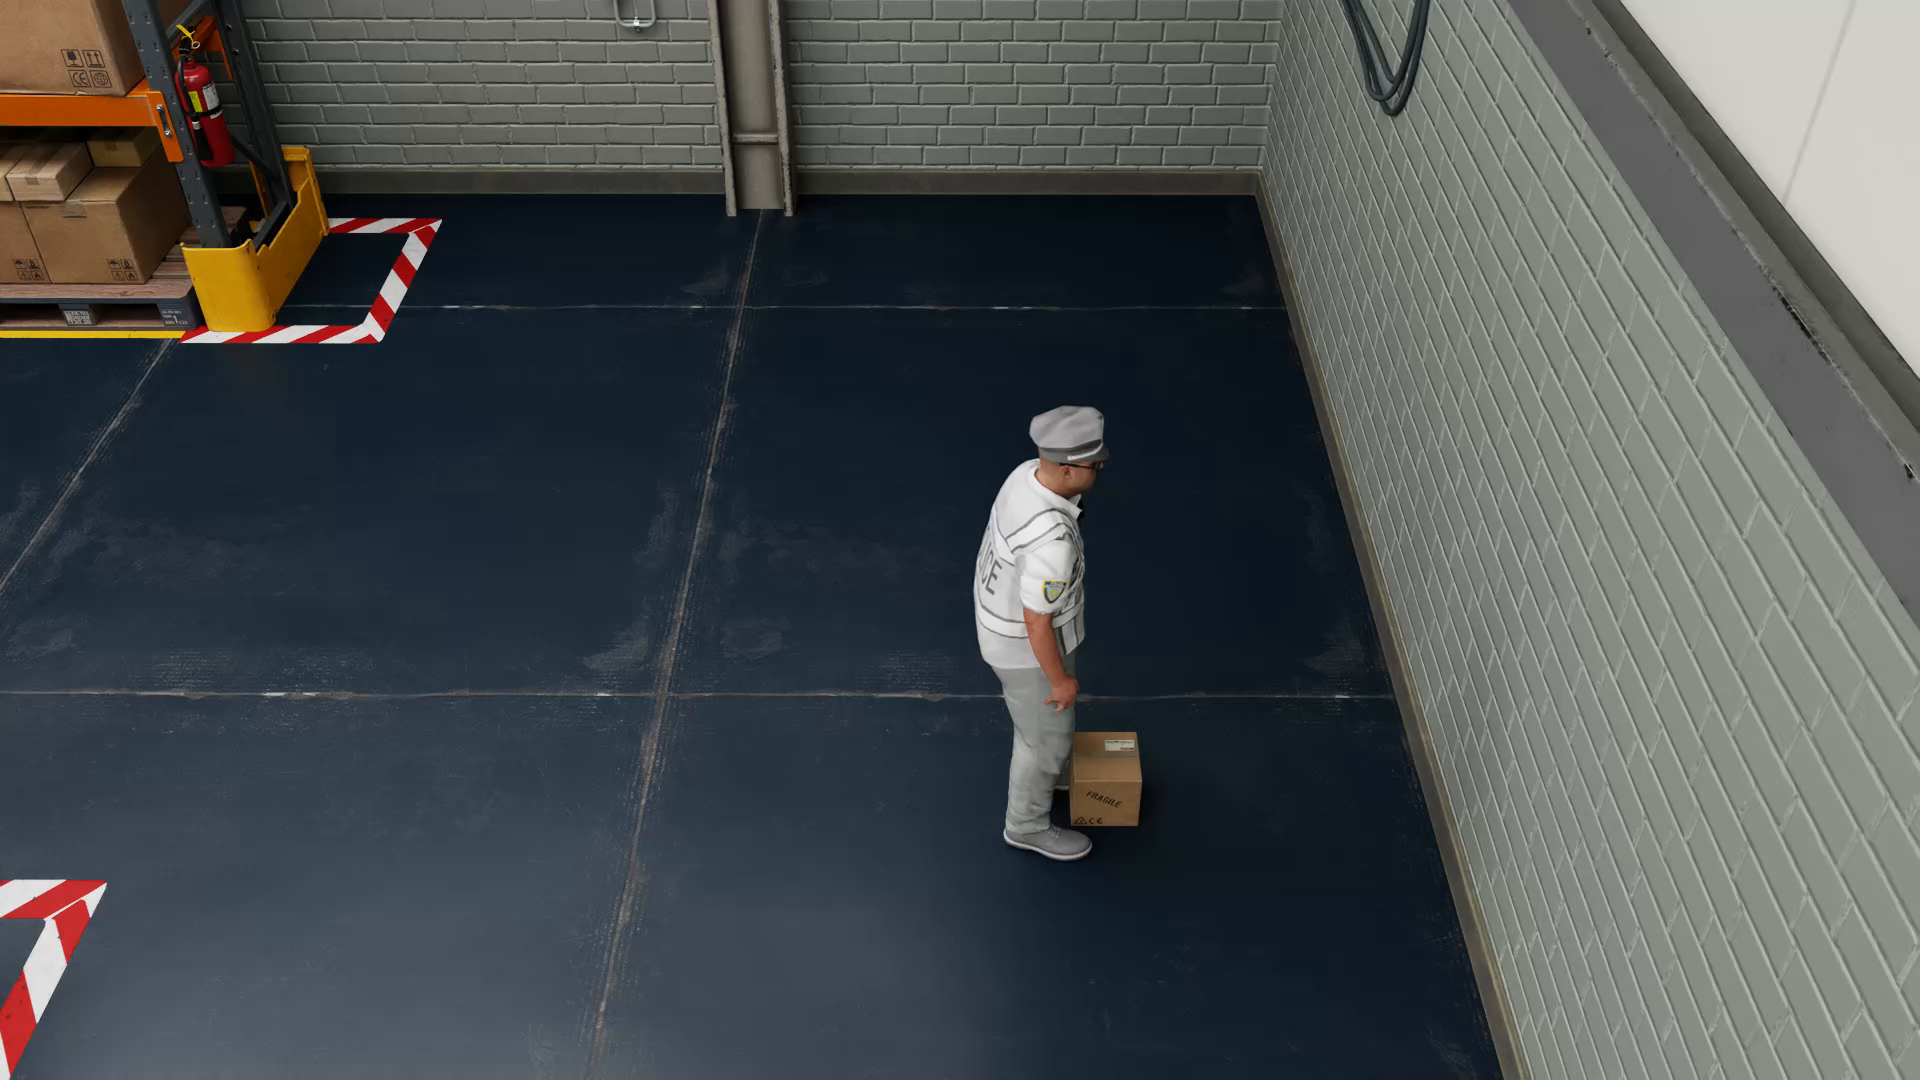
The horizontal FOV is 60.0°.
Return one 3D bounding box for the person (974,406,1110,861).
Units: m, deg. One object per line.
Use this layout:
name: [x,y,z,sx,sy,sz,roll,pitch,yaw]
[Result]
person: [0.287,0.315,5.763,0.470,1.750,0.603,-2,39,-2]
